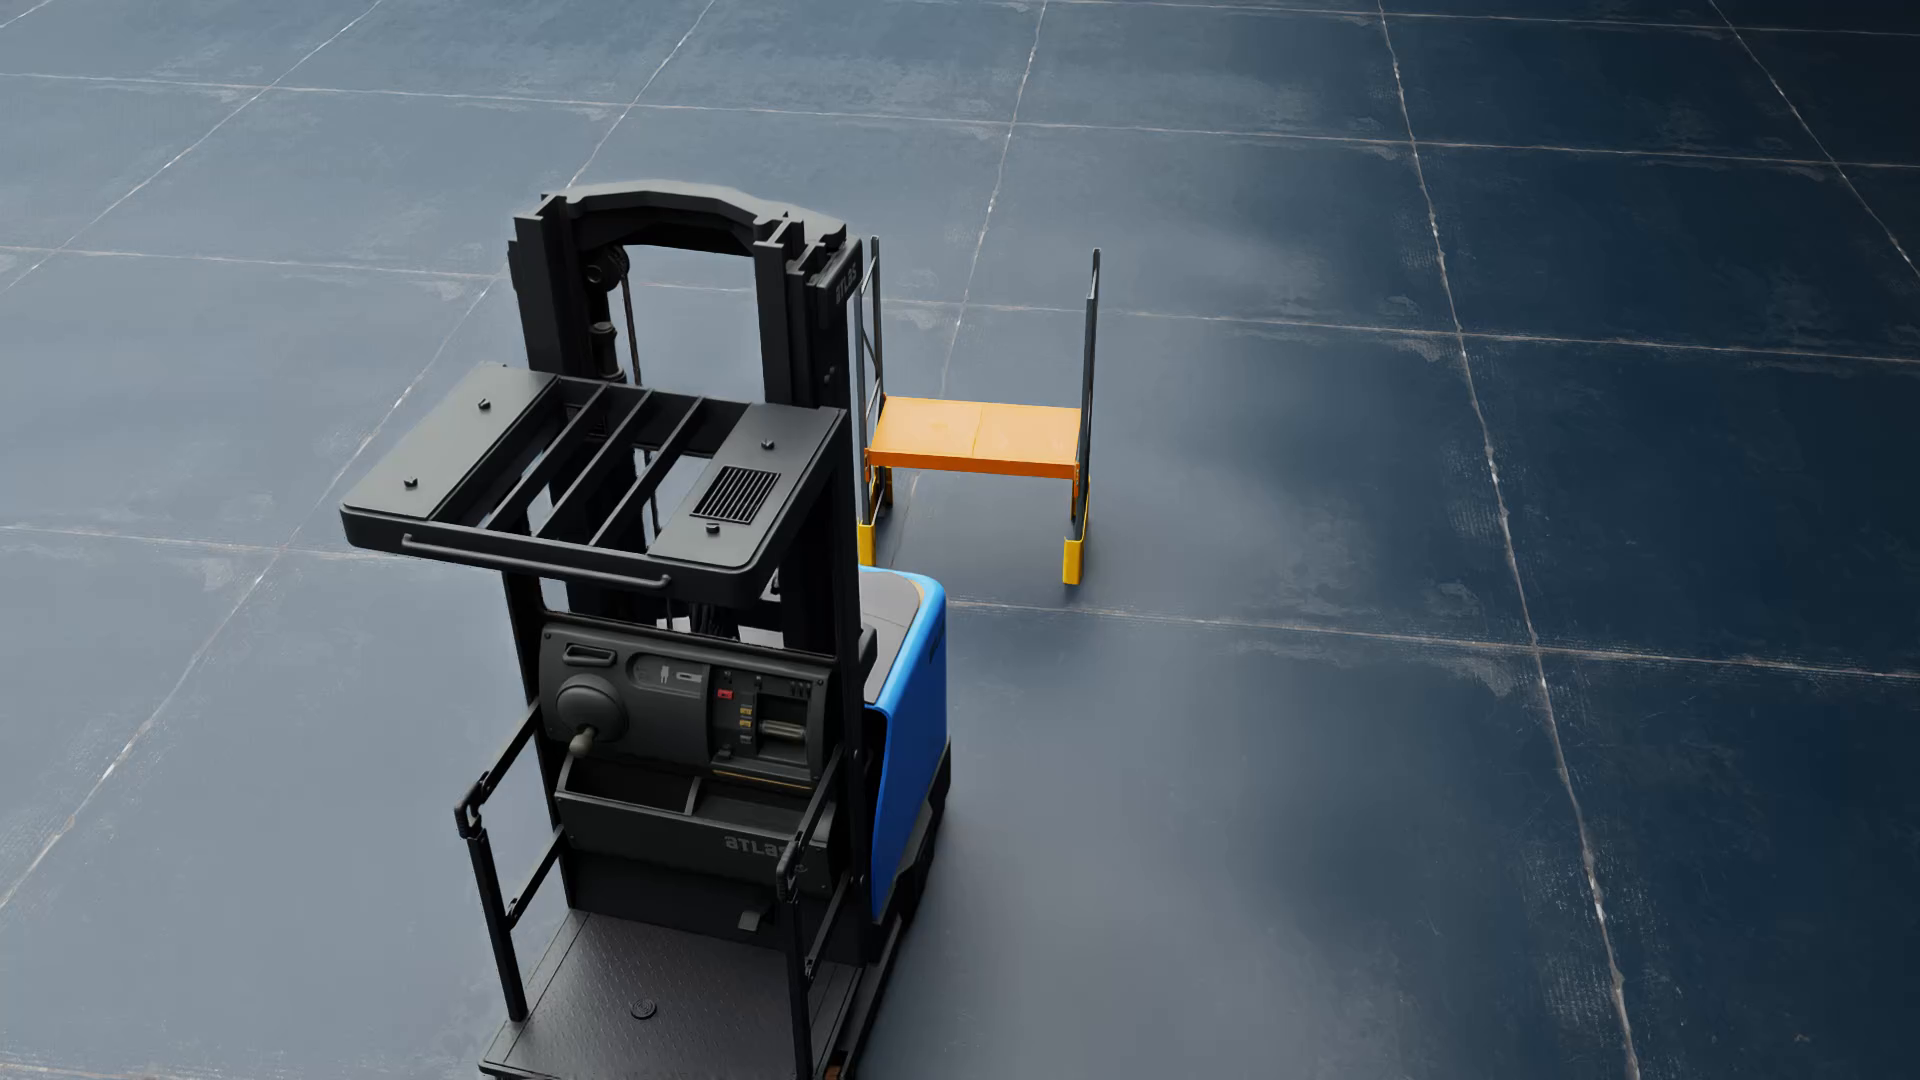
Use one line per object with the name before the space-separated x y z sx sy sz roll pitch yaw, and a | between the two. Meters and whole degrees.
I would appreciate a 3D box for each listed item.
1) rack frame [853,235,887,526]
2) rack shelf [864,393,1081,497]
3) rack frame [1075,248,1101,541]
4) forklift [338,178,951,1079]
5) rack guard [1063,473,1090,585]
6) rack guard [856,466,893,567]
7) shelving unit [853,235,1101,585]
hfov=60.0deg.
rack frame | -0.420 -0.642 7.858 0.032 1.500 0.500 4 36 6
rack shelf | 0.085 -0.458 7.910 1.000 0.185 0.538 4 36 6
rack frame | 0.589 -0.567 7.753 0.032 1.500 0.500 4 36 6
forklift | -0.901 0.579 4.916 1.130 2.935 3.031 8 36 12
rack guard | 0.570 -0.059 8.118 0.087 0.250 0.587 4 36 6
rack guard | -0.418 -0.133 8.221 0.087 0.250 0.587 4 36 6
shelving unit | 0.076 -0.605 7.806 1.083 1.500 0.587 4 36 6
